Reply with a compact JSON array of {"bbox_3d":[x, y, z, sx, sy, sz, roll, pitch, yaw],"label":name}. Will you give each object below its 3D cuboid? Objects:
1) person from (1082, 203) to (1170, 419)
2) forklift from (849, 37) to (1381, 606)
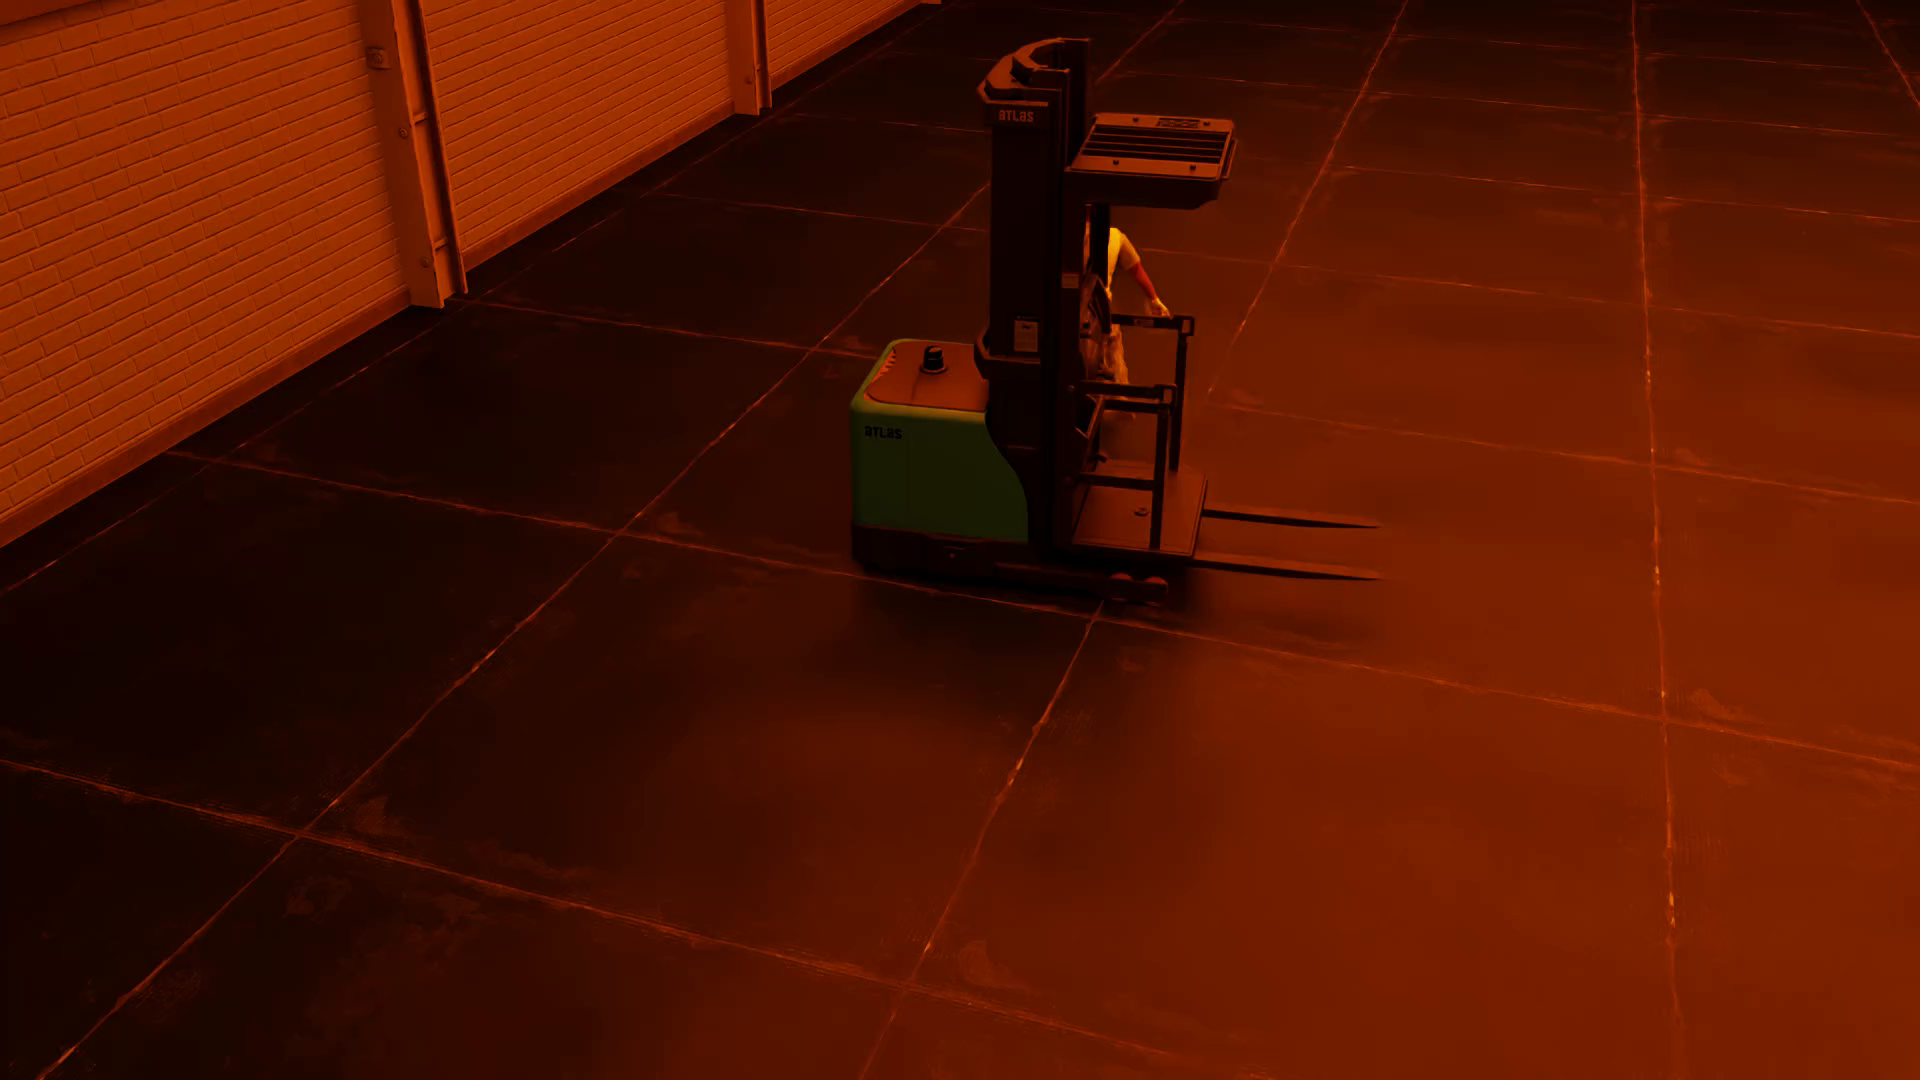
[{"bbox_3d":[0.863,-1.541,11.270,1.068,1.692,0.552,-1,30,-2],"label":"person"},{"bbox_3d":[0.936,-1.186,9.217,3.031,2.935,1.130,6,30,11],"label":"forklift"}]
